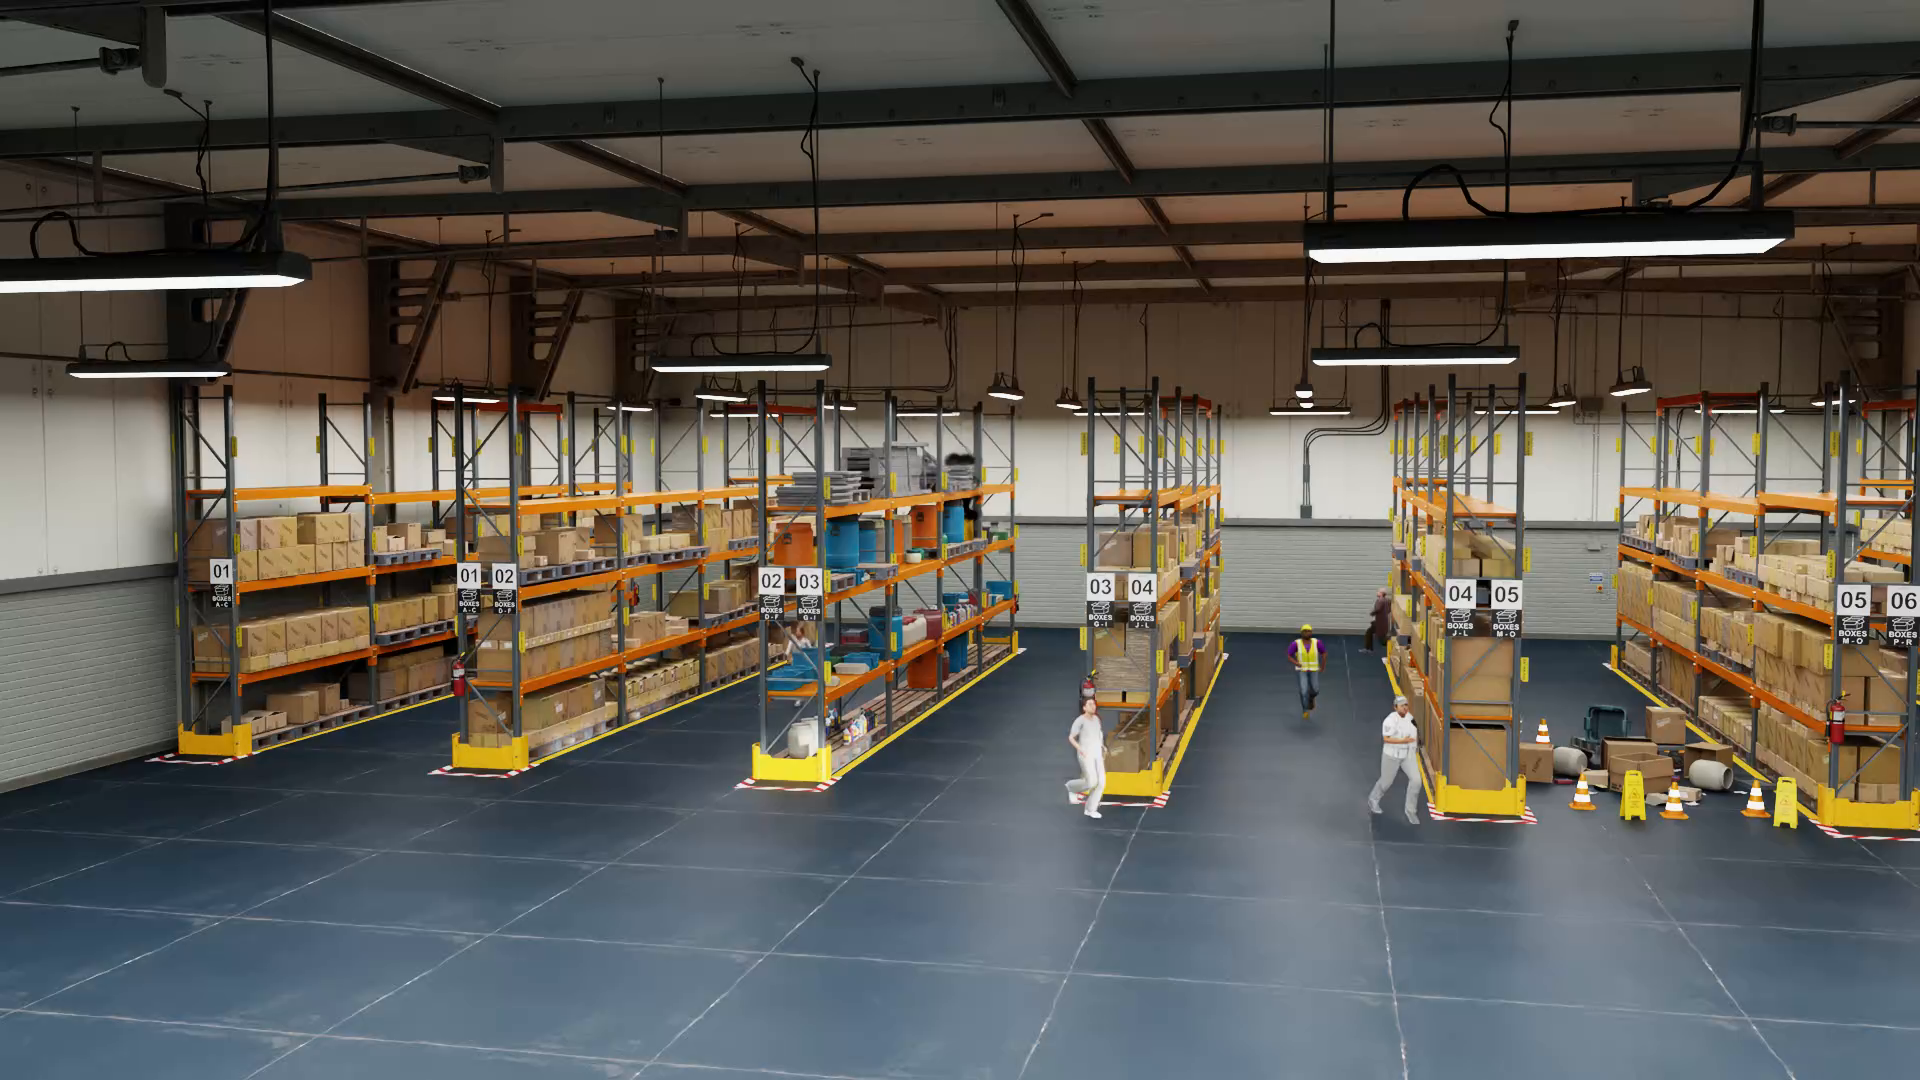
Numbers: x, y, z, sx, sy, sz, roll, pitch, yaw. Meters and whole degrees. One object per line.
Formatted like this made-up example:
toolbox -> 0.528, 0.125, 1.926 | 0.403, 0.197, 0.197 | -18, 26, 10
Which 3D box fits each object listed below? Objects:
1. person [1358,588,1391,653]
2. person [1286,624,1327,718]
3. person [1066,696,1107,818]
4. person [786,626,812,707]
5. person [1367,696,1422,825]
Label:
person -> 10.087, 1.953, 39.871 | 1.109, 1.619, 0.751 | 1, 3, 20
person -> 6.422, 2.420, 30.773 | 0.760, 1.721, 0.557 | 0, 3, 2
person -> 1.728, 2.930, 22.600 | 0.565, 1.628, 0.623 | -2, 4, -36
person -> -3.102, 2.427, 32.141 | 0.534, 1.553, 0.557 | 0, 3, 2
person -> 5.879, 2.931, 22.321 | 0.613, 1.716, 0.878 | -1, 3, -19
